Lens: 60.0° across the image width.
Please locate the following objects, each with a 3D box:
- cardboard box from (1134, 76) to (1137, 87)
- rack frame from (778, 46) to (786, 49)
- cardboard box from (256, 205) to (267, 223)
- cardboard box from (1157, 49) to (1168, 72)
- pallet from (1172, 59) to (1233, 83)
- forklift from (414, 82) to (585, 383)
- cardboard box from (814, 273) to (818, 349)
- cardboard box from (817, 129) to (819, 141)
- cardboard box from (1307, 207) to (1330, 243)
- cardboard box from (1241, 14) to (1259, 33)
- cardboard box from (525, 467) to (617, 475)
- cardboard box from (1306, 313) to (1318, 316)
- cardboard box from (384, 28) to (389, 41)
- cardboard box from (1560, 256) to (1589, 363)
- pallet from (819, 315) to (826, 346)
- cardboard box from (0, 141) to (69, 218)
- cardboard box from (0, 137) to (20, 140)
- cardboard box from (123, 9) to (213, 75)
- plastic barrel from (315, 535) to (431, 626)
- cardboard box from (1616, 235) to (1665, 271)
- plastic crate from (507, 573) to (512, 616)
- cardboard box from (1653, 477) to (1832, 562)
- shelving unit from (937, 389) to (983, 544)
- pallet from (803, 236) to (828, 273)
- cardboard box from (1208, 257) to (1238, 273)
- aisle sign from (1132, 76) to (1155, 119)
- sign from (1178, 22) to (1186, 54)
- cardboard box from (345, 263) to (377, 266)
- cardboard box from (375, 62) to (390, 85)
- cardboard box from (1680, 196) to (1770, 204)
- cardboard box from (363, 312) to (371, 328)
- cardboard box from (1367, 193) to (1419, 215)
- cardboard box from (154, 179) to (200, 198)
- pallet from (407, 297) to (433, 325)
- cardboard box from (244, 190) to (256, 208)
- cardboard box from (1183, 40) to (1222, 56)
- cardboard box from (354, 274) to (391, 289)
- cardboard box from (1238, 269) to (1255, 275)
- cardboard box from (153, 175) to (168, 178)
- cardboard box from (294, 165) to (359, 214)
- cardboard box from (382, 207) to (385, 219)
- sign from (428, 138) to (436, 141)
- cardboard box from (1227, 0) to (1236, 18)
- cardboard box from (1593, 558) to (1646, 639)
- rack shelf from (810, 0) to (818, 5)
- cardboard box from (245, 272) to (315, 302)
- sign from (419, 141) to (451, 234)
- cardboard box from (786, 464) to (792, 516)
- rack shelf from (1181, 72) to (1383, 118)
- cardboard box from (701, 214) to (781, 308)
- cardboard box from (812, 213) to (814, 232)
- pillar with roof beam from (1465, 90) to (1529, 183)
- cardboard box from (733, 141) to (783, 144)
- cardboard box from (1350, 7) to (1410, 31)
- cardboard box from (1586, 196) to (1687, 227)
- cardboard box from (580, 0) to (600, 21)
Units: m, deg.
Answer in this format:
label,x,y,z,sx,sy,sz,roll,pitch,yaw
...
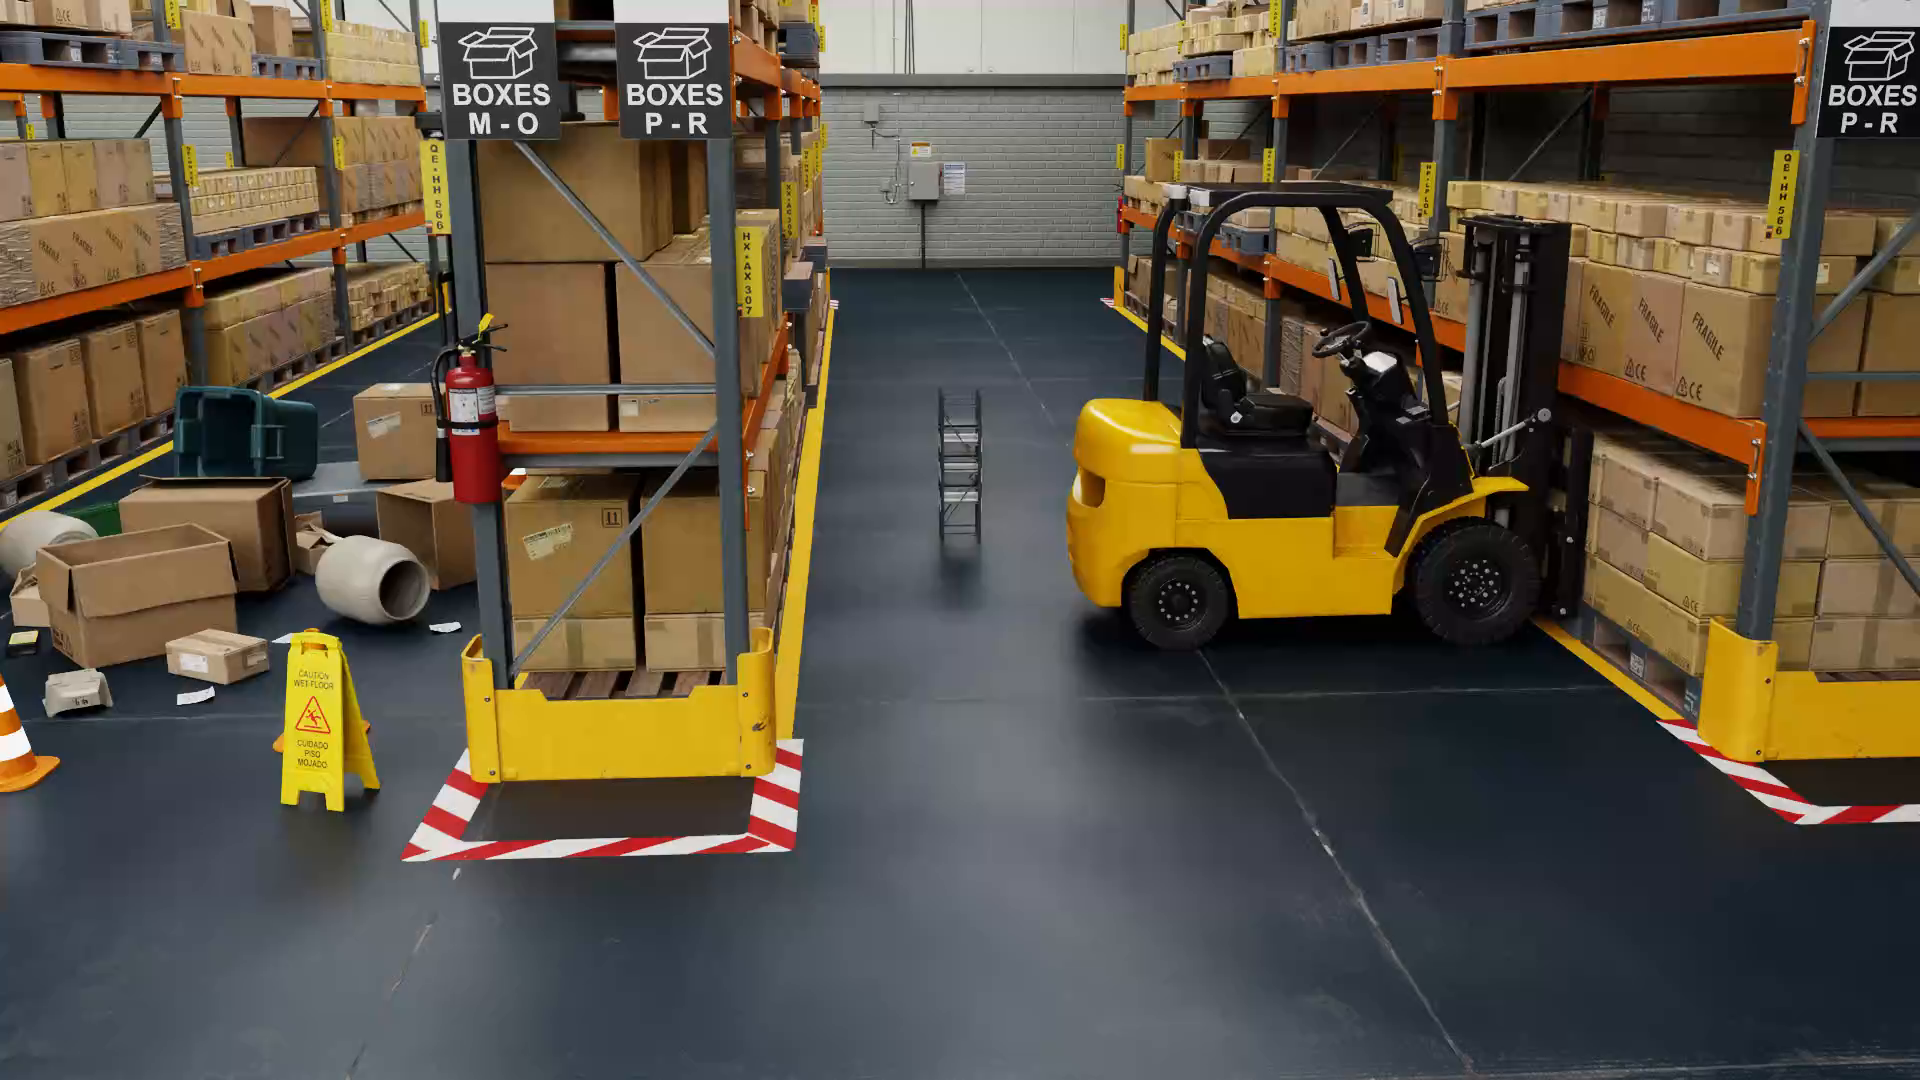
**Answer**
label,x,y,z,sx,sy,sz,roll,pitch,yaw
cardboard box,2.435,-5.856,21.249,0.380,0.149,0.250,-1,14,-2
rack frame,-1.811,-5.446,13.132,1.000,3.000,0.127,-1,14,-3
cardboard box,-6.670,-3.029,15.441,0.380,0.149,0.250,-1,14,-5
cardboard box,2.553,-5.510,19.104,0.500,0.250,0.500,-1,14,-2
pallet,2.866,-4.811,17.062,1.213,0.211,1.003,-1,14,-3
forklift,-3.358,-2.150,12.500,1.130,2.935,3.031,-1,14,-3
cardboard box,-1.877,-2.332,16.491,0.875,0.875,0.875,0,14,-2
cardboard box,-1.950,-4.694,20.042,0.500,0.500,0.500,-1,14,-4
cardboard box,2.971,-2.418,12.703,0.500,0.250,0.500,-1,14,-5
cardboard box,2.764,-4.676,15.064,0.380,0.149,0.250,-1,14,-5
cardboard box,-1.715,-0.385,7.372,0.380,0.149,0.250,0,14,-2
cardboard box,3.386,-1.842,15.340,0.500,0.500,0.500,-1,14,-3
cardboard box,-6.913,-5.911,19.457,0.380,0.149,0.250,-1,14,-5
cardboard box,3.249,-1.176,8.378,0.500,0.500,0.500,-1,14,-3
pallet,-2.028,-2.375,18.833,1.003,0.211,1.213,-1,14,-3
cardboard box,-6.628,-2.479,11.435,0.700,0.500,0.500,-1,14,-4
cardboard box,-11.905,-4.694,20.451,0.500,0.500,0.500,-1,14,-3
cardboard box,-6.515,-4.086,13.666,0.500,0.500,0.500,-1,14,-3
plastic barrel,-2.954,0.207,8.373,0.512,0.421,0.421,10,18,35
cardboard box,3.270,-1.329,7.668,0.380,0.149,0.250,-1,14,-5
plastic crate,-2.284,0.272,8.810,0.402,0.080,0.583,-6,16,-23
cardboard box,3.299,-0.094,7.040,0.500,0.250,0.500,0,14,-2
shelving unit,0.000,-0.438,9.922,0.258,0.900,0.210,-1,14,-3
pallet,-1.660,-2.272,13.221,1.213,0.211,1.003,-1,14,-3
cardboard box,2.716,-2.906,17.578,0.380,0.149,0.250,-2,15,-6
aisle sign,2.350,-5.879,21.638,0.394,0.787,0.004,-1,14,-3
sign,2.354,-5.305,17.569,0.100,0.325,0.005,-1,14,-3
cardboard box,-7.547,-3.404,20.919,0.380,0.149,0.250,-2,15,-6
cardboard box,-6.840,-5.317,18.953,0.500,0.250,0.500,0,14,-1
cardboard box,3.764,-1.607,8.152,0.380,0.149,0.250,-1,14,-3
cardboard box,-6.711,-2.418,18.282,0.380,0.149,0.250,0,14,-2
cardboard box,3.049,-2.322,11.529,0.380,0.149,0.250,-1,14,-5
cardboard box,-6.580,-2.928,13.852,0.380,0.149,0.250,-1,14,-3
pallet,-7.221,-2.856,20.704,1.003,0.211,1.213,-1,14,-3
cardboard box,-6.656,-3.108,15.151,0.380,0.149,0.250,-1,14,-4
cardboard box,2.498,-5.050,17.075,0.380,0.149,0.250,-1,14,-3
cardboard box,-6.879,-3.022,19.437,0.380,0.149,0.250,-1,14,-3
cardboard box,3.206,-2.832,17.887,0.380,0.149,0.250,-1,15,-6
cardboard box,-7.292,-3.177,14.823,0.380,0.149,0.250,-1,14,-3
cardboard box,-6.772,-3.753,17.795,0.500,0.500,0.500,-1,14,-4
cardboard box,-6.877,-3.780,19.202,0.380,0.149,0.250,0,14,-1
sign,-6.685,-5.146,21.048,0.100,0.325,0.005,-1,14,-3
cardboard box,2.983,-5.465,17.260,0.396,0.266,0.258,-1,14,-4
cardboard box,3.273,0.264,7.655,0.500,0.250,0.500,-1,14,-3
rack shelf,-2.182,-6.396,19.071,1.077,0.370,4.000,-1,14,-3
cardboard box,-6.676,-2.480,16.314,0.500,0.250,0.500,0,14,-1
sign,-1.870,-1.261,5.949,0.100,0.325,0.005,-1,14,-3
cardboard box,-1.258,-0.274,9.748,0.500,0.250,0.500,0,14,-1
rack shelf,3.019,-4.219,15.830,1.077,0.370,4.000,-1,14,-3
cardboard box,-1.248,-1.503,9.052,0.500,0.500,0.500,0,14,-2
cardboard box,-1.779,-3.355,17.346,0.500,0.250,0.500,-1,14,-5
pillar with roof beam,-0.173,-5.146,11.969,9.100,9.000,0.400,-1,14,-3
cardboard box,-1.409,-2.646,11.350,0.380,0.149,0.250,0,14,0
cardboard box,2.972,-3.666,11.697,0.380,0.149,0.250,-1,14,-4
cardboard box,3.305,-1.602,8.134,0.380,0.149,0.250,-1,14,-3
cardboard box,-1.647,-2.094,6.630,0.380,0.149,0.250,0,14,-2
